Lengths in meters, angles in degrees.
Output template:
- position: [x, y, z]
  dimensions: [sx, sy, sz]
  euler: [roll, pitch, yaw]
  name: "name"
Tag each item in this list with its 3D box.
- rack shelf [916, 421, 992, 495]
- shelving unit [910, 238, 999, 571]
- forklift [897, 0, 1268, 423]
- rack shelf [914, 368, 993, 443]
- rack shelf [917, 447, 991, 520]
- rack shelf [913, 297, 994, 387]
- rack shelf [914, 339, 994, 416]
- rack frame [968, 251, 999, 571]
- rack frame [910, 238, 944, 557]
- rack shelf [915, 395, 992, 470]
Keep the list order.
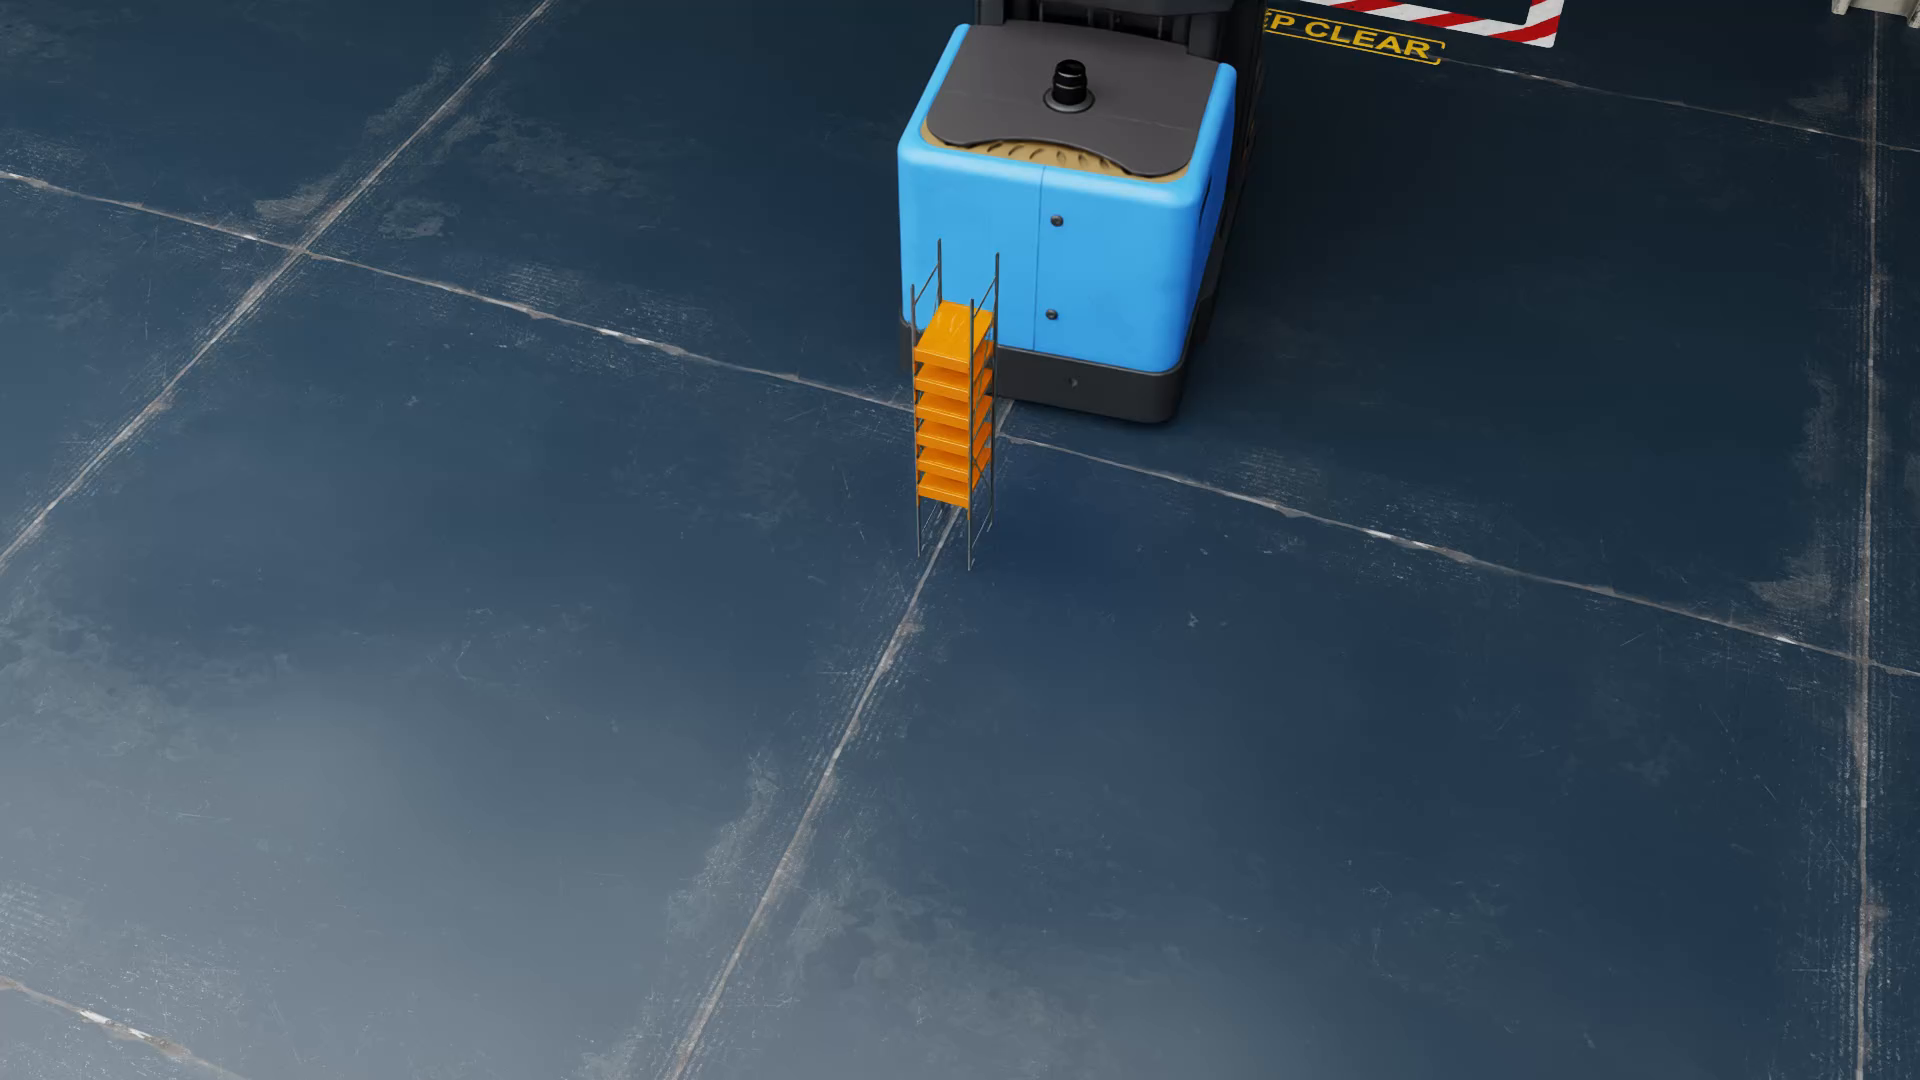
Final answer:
- position: [-0.014, -0.289, 5.424]
  dimensions: [0.180, 0.103, 0.258]
  euler: [16, 51, 13]
  name: "rack shelf"
- position: [-0.014, -0.397, 5.300]
  dimensions: [0.189, 1.200, 0.258]
  euler: [16, 51, 13]
  name: "shelving unit"
- position: [0.659, -2.525, 5.998]
  dimensions: [1.130, 2.935, 3.031]
  euler: [12, 50, 10]
  name: "forklift"
- position: [-0.014, -0.446, 5.243]
  dimensions: [0.180, 0.103, 0.258]
  euler: [16, 51, 13]
  name: "rack shelf"
- position: [-0.014, -0.210, 5.515]
  dimensions: [0.180, 0.103, 0.258]
  euler: [16, 51, 13]
  name: "rack shelf"
- position: [-0.014, -0.603, 5.061]
  dimensions: [0.180, 0.103, 0.258]
  euler: [16, 51, 13]
  name: "rack shelf"
- position: [-0.014, -0.525, 5.152]
  dimensions: [0.180, 0.103, 0.258]
  euler: [16, 51, 13]
  name: "rack shelf"
- position: [0.072, -0.373, 5.279]
  dimensions: [0.006, 1.200, 0.240]
  euler: [16, 51, 13]
  name: "rack frame"
- position: [-0.099, -0.421, 5.321]
  dimensions: [0.006, 1.200, 0.240]
  euler: [16, 51, 13]
  name: "rack frame"
- position: [-0.014, -0.368, 5.333]
  dimensions: [0.180, 0.103, 0.258]
  euler: [16, 51, 13]
  name: "rack shelf"
